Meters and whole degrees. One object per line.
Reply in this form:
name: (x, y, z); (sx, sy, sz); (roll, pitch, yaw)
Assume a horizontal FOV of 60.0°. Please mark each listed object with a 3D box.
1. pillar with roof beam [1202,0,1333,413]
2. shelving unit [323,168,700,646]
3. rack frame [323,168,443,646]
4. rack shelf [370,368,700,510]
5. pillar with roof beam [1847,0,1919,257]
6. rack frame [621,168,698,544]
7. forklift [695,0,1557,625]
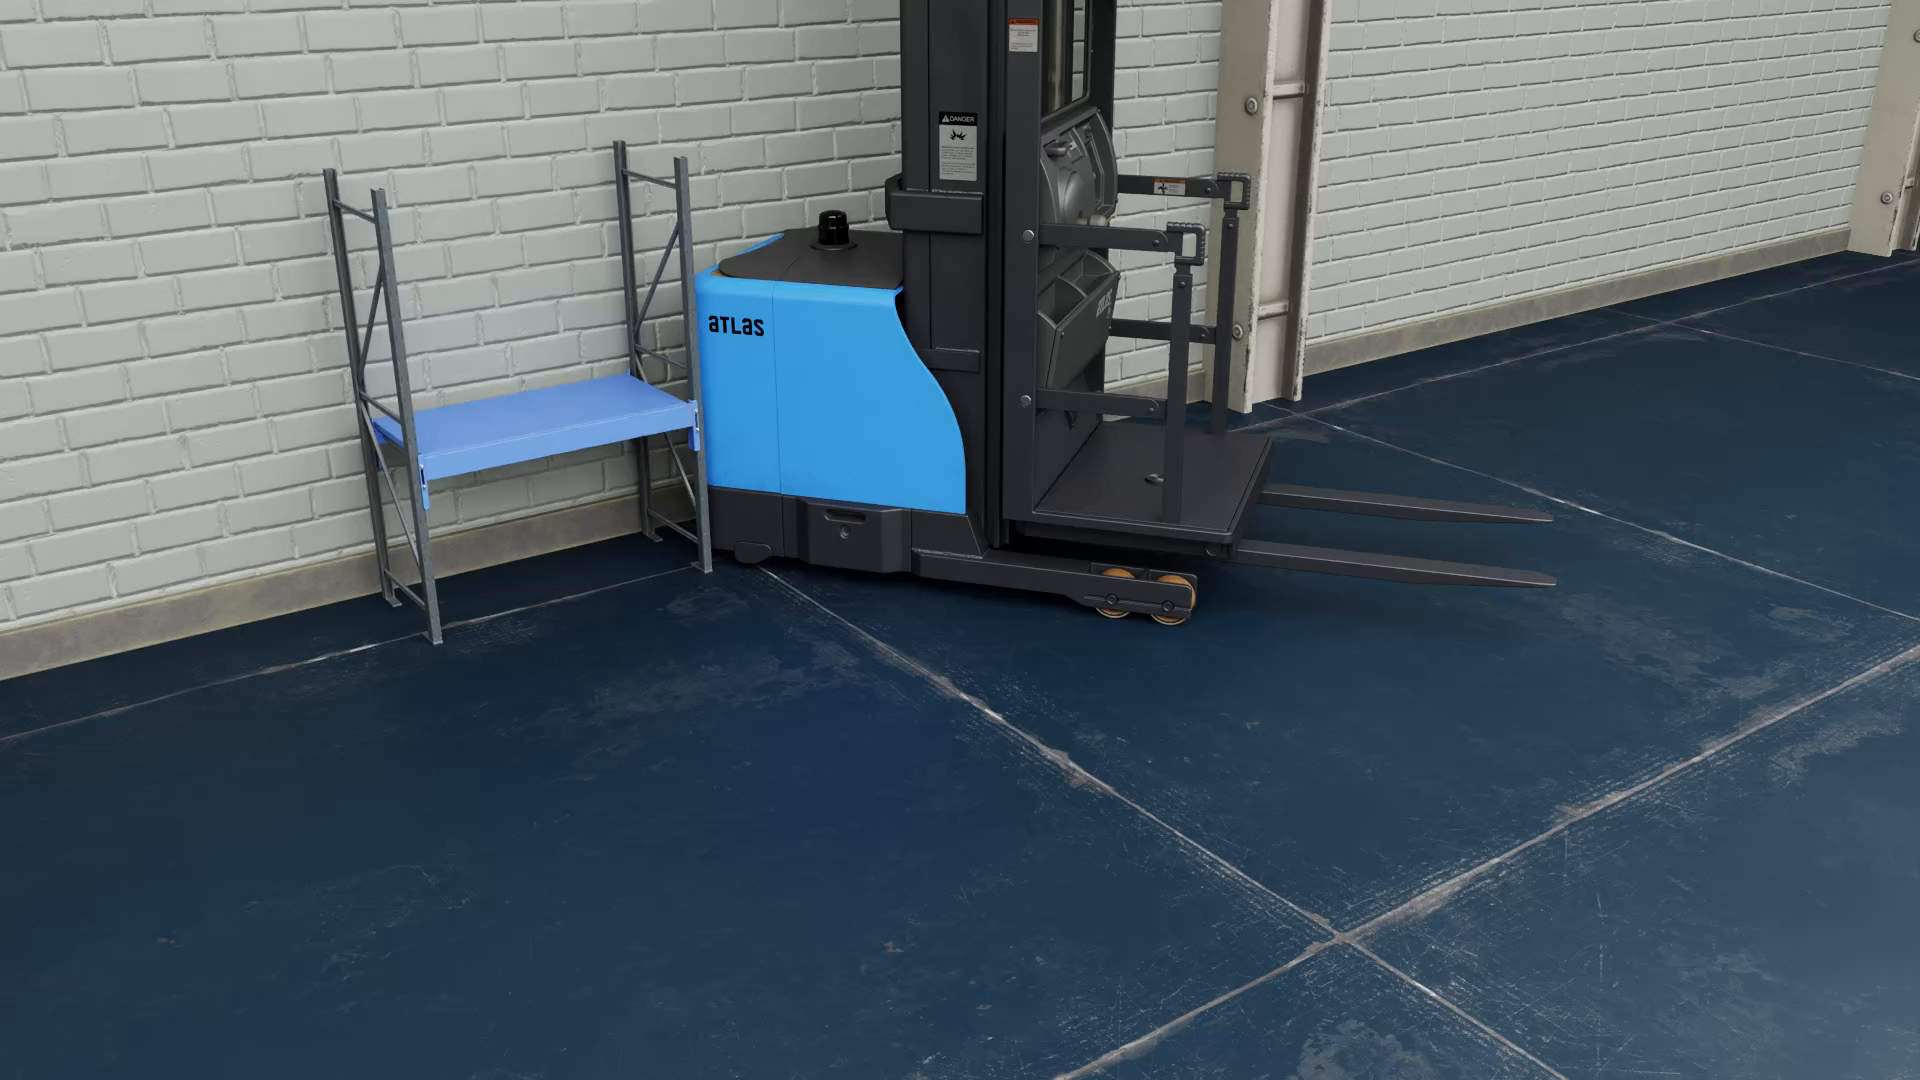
pillar with roof beam: (3.934, -3.575, 3.213); (0.400, 9.000, 9.100); (-15, 26, -33)
shelving unit: (-1.480, -0.535, 5.714); (1.039, 1.500, 0.538); (-16, 27, -34)
rack frame: (-1.883, -0.423, 5.433); (0.032, 1.500, 0.500); (-16, 27, -34)
rack shelf: (-1.476, -0.369, 5.783); (1.000, 0.185, 0.538); (-16, 27, -34)
pillar with roof beam: (8.805, -4.874, 6.468); (0.400, 9.000, 9.100); (-15, 26, -33)
rack frame: (-1.071, -0.650, 6.001); (0.013, 1.308, 0.475); (-16, 27, -34)
forklift: (0.601, -1.292, 5.679); (3.031, 2.935, 1.130); (7, 23, 16)
